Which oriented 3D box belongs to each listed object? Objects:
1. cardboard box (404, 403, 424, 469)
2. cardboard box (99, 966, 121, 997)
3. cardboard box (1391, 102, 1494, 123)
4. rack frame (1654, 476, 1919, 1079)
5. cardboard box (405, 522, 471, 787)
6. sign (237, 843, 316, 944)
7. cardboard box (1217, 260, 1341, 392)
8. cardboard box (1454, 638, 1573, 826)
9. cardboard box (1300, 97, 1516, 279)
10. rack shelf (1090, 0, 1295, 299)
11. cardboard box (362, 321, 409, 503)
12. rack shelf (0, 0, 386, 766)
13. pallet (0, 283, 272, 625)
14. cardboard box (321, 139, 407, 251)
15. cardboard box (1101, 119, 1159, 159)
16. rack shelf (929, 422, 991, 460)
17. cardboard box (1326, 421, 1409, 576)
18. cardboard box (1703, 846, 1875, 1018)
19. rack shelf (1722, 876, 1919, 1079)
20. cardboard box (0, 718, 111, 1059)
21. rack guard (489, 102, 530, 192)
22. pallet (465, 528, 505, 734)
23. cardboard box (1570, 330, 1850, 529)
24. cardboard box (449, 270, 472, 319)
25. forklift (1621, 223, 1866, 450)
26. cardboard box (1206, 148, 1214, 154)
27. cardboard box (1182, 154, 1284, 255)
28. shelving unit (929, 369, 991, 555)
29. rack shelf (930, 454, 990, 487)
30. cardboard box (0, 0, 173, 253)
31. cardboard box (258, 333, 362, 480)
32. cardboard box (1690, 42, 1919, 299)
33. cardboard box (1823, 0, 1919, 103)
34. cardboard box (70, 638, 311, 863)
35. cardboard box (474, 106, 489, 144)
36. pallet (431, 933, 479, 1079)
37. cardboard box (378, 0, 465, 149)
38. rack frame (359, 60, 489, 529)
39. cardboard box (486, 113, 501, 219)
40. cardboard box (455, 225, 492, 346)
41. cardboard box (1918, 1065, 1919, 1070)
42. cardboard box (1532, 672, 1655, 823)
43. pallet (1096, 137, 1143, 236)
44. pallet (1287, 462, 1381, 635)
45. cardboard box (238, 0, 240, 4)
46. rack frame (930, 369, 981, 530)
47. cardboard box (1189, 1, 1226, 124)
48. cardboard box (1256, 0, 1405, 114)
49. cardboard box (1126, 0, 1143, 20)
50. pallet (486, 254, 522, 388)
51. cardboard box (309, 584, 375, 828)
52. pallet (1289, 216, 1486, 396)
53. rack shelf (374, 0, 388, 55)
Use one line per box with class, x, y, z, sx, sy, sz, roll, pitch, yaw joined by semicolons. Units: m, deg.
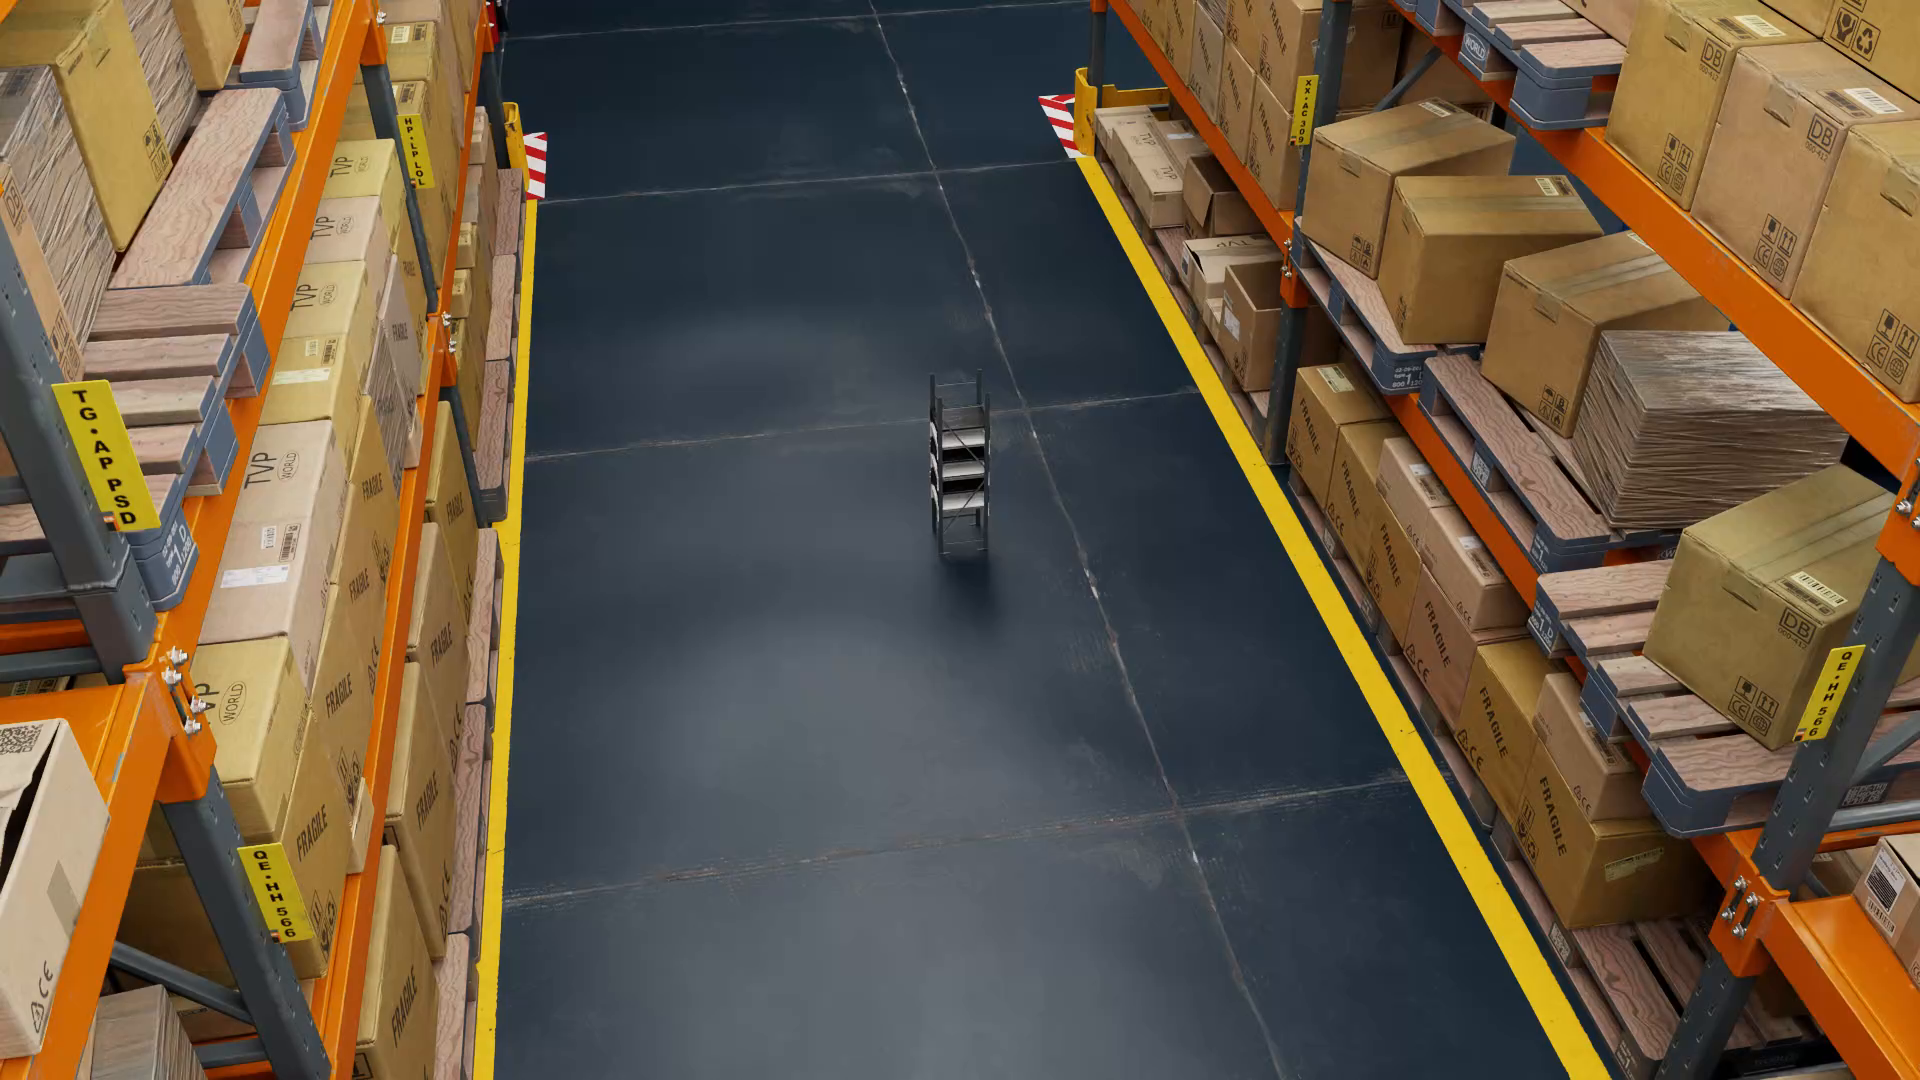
cardboard box;-2.281;-0.389;6.394;0.380;0.149;0.250;-6;38;-8
cardboard box;-2.432;0.875;4.238;0.500;0.500;0.500;-6;38;-8
cardboard box;2.264;-2.030;8.237;0.500;0.500;0.500;-5;38;-7
rack frame;2.786;0.762;4.724;1.000;3.000;0.127;-6;38;-8
cardboard box;-2.391;0.480;6.498;0.750;0.750;0.750;-5;38;-7
sign;-1.557;0.807;3.787;0.100;0.325;0.005;-6;38;-8
cardboard box;1.706;-1.154;8.869;0.500;0.500;0.500;-6;38;-8
cardboard box;2.301;0.723;6.453;0.500;0.500;0.500;-8;38;-10
cardboard box;1.948;-1.549;7.275;0.700;0.500;0.500;-19;42;-23
rack shelf;1.734;-2.578;9.609;1.077;0.370;4.000;-6;38;-8
cardboard box;-2.283;-0.420;5.906;0.500;0.500;0.500;-6;38;-8
rack shelf;-2.441;-0.811;4.890;1.077;0.370;4.000;-6;38;-8
pallet;-2.255;-0.196;3.666;1.213;0.211;1.003;-5;38;-6
cardboard box;-2.458;-1.325;6.459;0.500;0.250;0.500;-5;38;-7
cardboard box;1.163;-2.684;11.110;0.380;0.166;0.250;-6;38;-8
rack shelf;-0.001;-0.476;7.790;0.258;0.077;0.200;-6;38;-8
cardboard box;2.034;-0.201;7.643;0.500;0.500;0.500;-6;38;-7
cardboard box;2.988;1.270;5.749;0.500;0.500;0.500;-5;38;-6
rack shelf;3.137;2.254;3.390;1.077;0.370;4.000;-6;38;-8
cardboard box;-1.698;0.546;2.614;0.500;0.311;0.500;-6;38;-8
rack guard;-3.497;-2.562;11.040;1.175;0.500;0.348;-6;38;-8
pallet;-2.582;0.440;7.411;1.003;0.211;1.213;-6;38;-8
cardboard box;2.593;-0.384;5.776;0.700;0.500;0.500;0;38;1
cardboard box;-2.702;-1.243;8.471;0.380;0.149;0.250;-5;38;-6
forklift;4.786;-1.796;8.073;1.130;2.935;3.031;-13;40;-16
cardboard box;1.859;-2.279;10.521;0.500;0.250;0.500;-6;38;-8
cardboard box;1.751;-1.976;9.925;0.797;0.503;0.637;-6;38;-8
shelving unit;-0.001;-0.360;7.880;0.258;0.900;0.210;-6;38;-8
rack shelf;-0.001;-0.334;7.901;0.258;0.077;0.200;-6;38;-8
cardboard box;-2.460;-1.037;4.155;0.700;0.500;0.500;-4;38;-6
cardboard box;-2.198;-0.399;5.268;0.500;0.250;0.500;-7;38;-9
cardboard box;2.587;-1.030;4.504;0.910;0.500;0.500;-6;38;-8
cardboard box;2.627;-1.429;4.203;0.500;0.500;0.500;-6;38;-8
cardboard box;-1.921;0.517;4.088;0.500;0.250;0.500;-5;38;-7
cardboard box;-3.069;-2.500;10.089;0.380;0.149;0.250;-7;38;-8
pallet;-2.154;1.914;5.514;1.003;0.211;1.213;-6;38;-8
cardboard box;-3.130;-2.446;8.610;0.980;0.700;0.700;-8;39;-10
rack frame;-2.791;-1.119;7.145;1.000;3.000;0.127;-6;38;-8
cardboard box;-3.271;-2.301;10.362;0.700;0.500;0.500;-6;38;-8
cardboard box;-2.994;-1.374;9.169;0.700;0.500;0.500;-5;38;-7
cardboard box;2.752;1.358;4.029;0.500;0.311;0.500;-7;38;-8
cardboard box;2.377;0.706;5.864;0.500;0.250;0.500;-5;38;-6
pallet;1.538;-2.441;11.120;1.003;0.211;1.213;-6;38;-8
pallet;2.265;-0.065;8.062;1.003;0.211;1.213;-6;38;-8
cardboard box;-2.745;-1.973;5.360;0.700;0.500;0.500;-8;39;-10
rack frame;-0.019;-0.422;7.959;0.240;0.900;0.006;-6;38;-8
cardboard box;1.561;-2.589;8.956;0.500;0.500;0.500;-5;38;-7
cardboard box;1.741;-2.366;7.854;0.500;0.500;0.500;-6;38;-8
cardboard box;1.298;-3.502;10.131;0.500;0.500;0.500;-7;38;-8
pallet;-3.065;-1.224;9.553;1.003;0.211;1.213;-6;38;-8
cardboard box;-2.006;0.494;4.729;0.500;0.500;0.500;-5;38;-6
pallet;2.118;-1.084;7.256;1.003;0.211;1.213;-6;38;-8
rack shelf;-3.142;-3.227;8.000;1.077;0.370;4.000;-6;38;-8
